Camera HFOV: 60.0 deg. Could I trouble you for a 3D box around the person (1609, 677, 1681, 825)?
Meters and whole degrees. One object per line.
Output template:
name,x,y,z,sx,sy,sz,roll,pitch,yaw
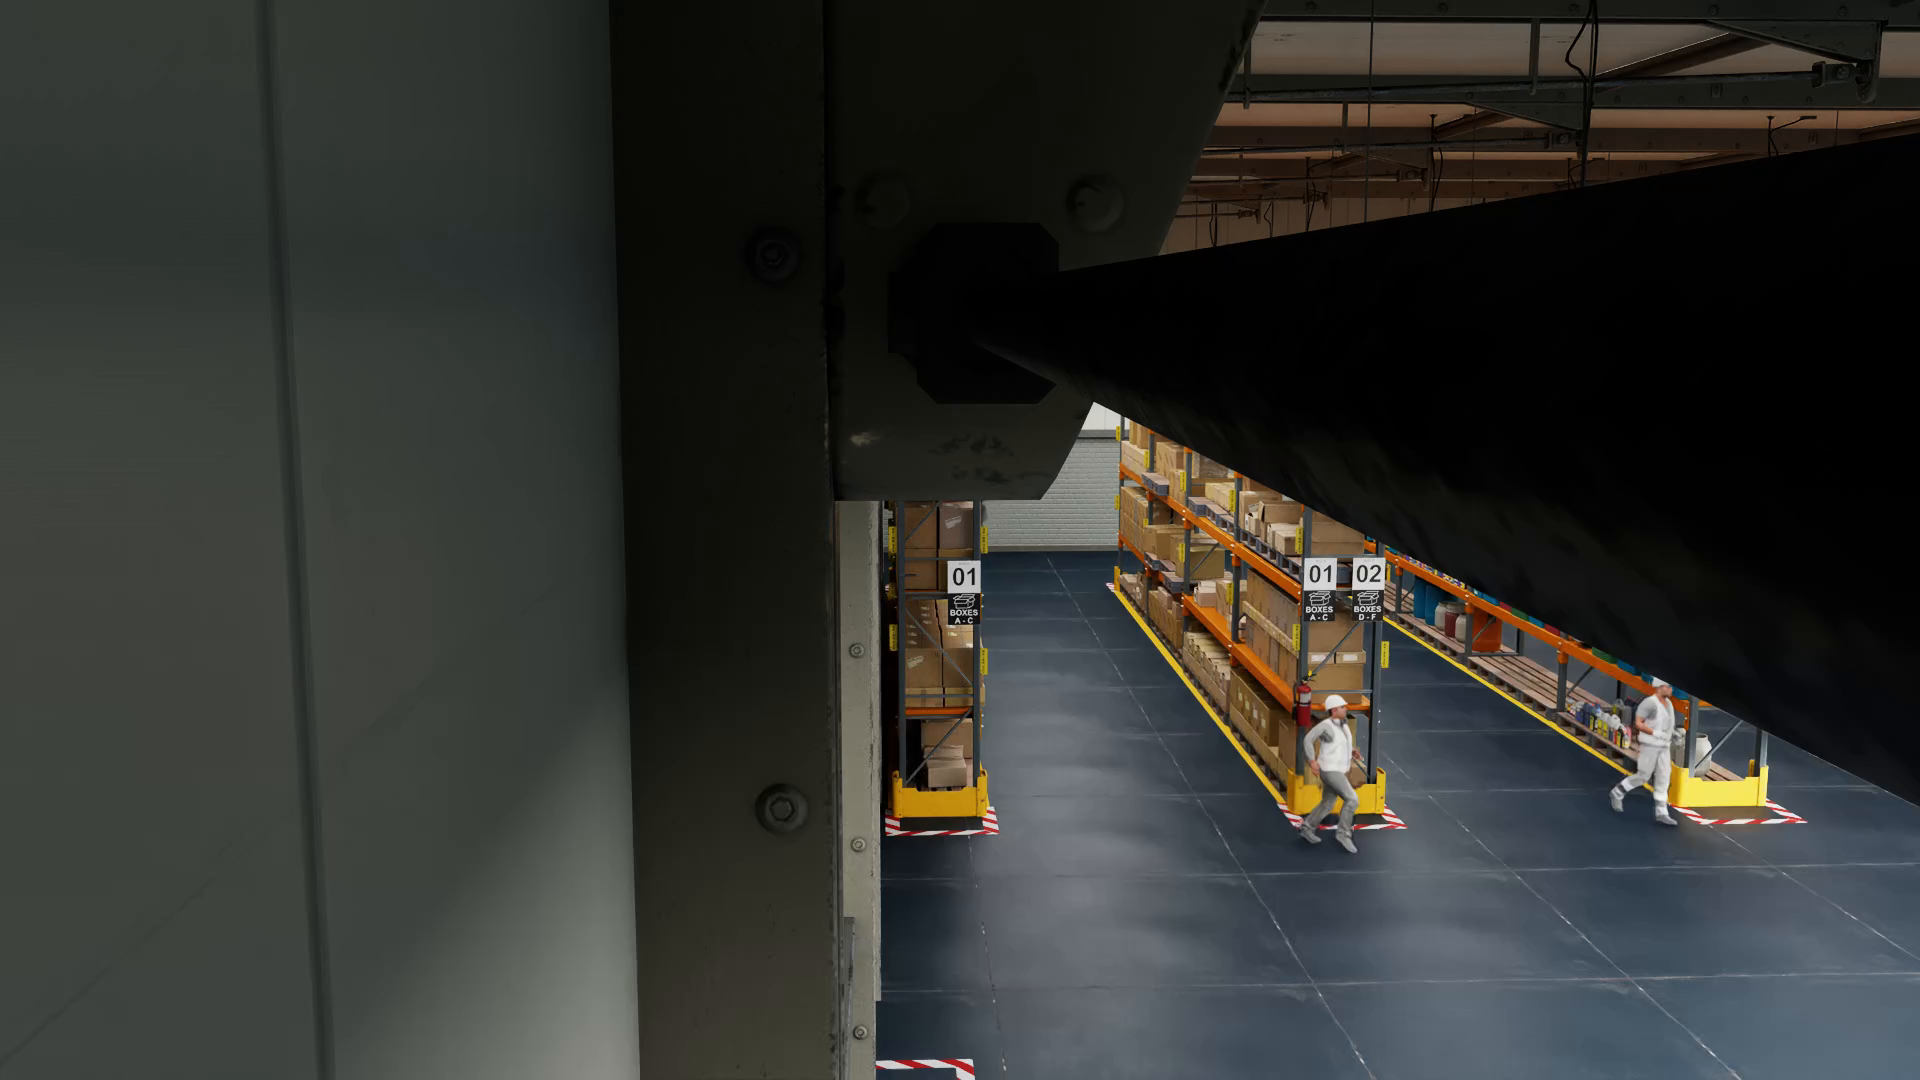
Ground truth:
person,8.534,2.523,20.344,0.719,1.762,0.915,-5,10,-31

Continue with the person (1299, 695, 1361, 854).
person,4.373,2.684,19.373,0.735,1.755,0.643,5,10,32
